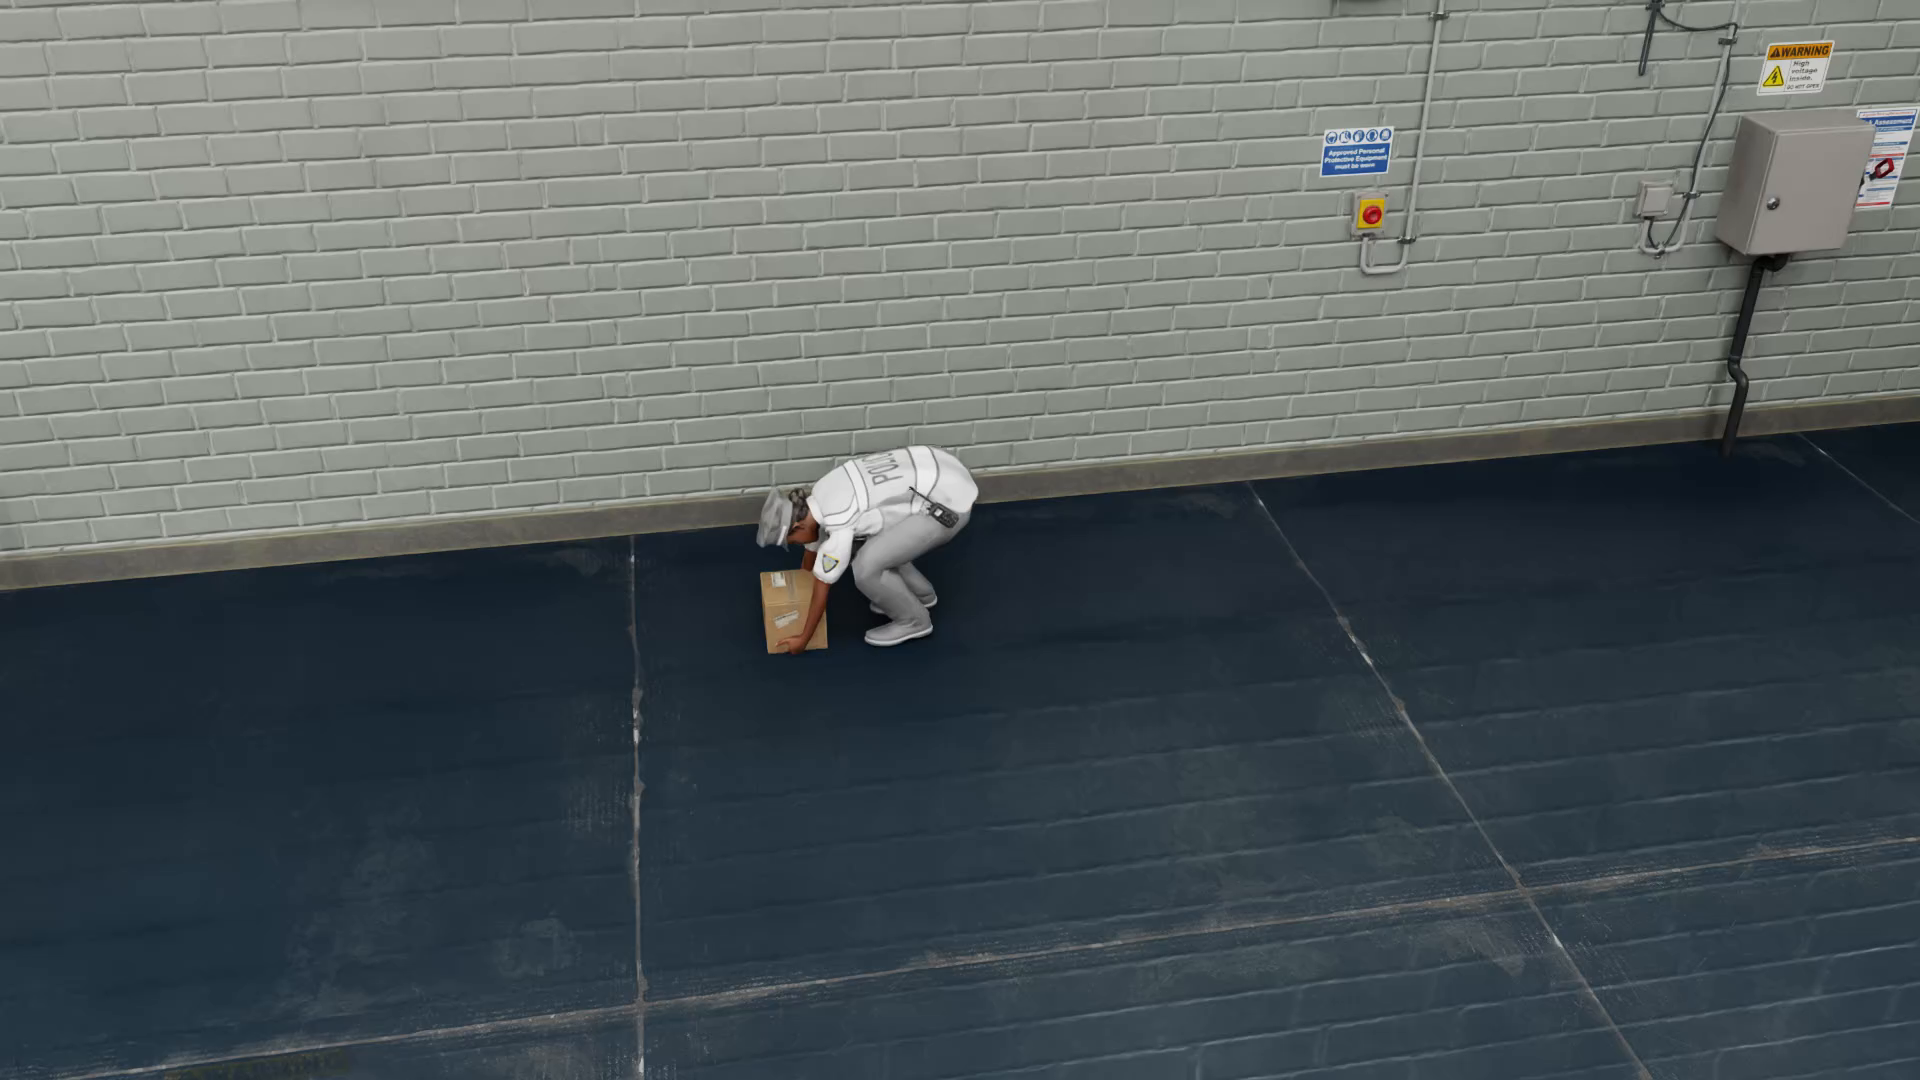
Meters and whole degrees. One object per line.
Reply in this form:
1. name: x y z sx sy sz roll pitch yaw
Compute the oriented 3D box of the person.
1. person: -0.387 0.038 6.928 0.919 0.823 0.456 -6 31 -11
